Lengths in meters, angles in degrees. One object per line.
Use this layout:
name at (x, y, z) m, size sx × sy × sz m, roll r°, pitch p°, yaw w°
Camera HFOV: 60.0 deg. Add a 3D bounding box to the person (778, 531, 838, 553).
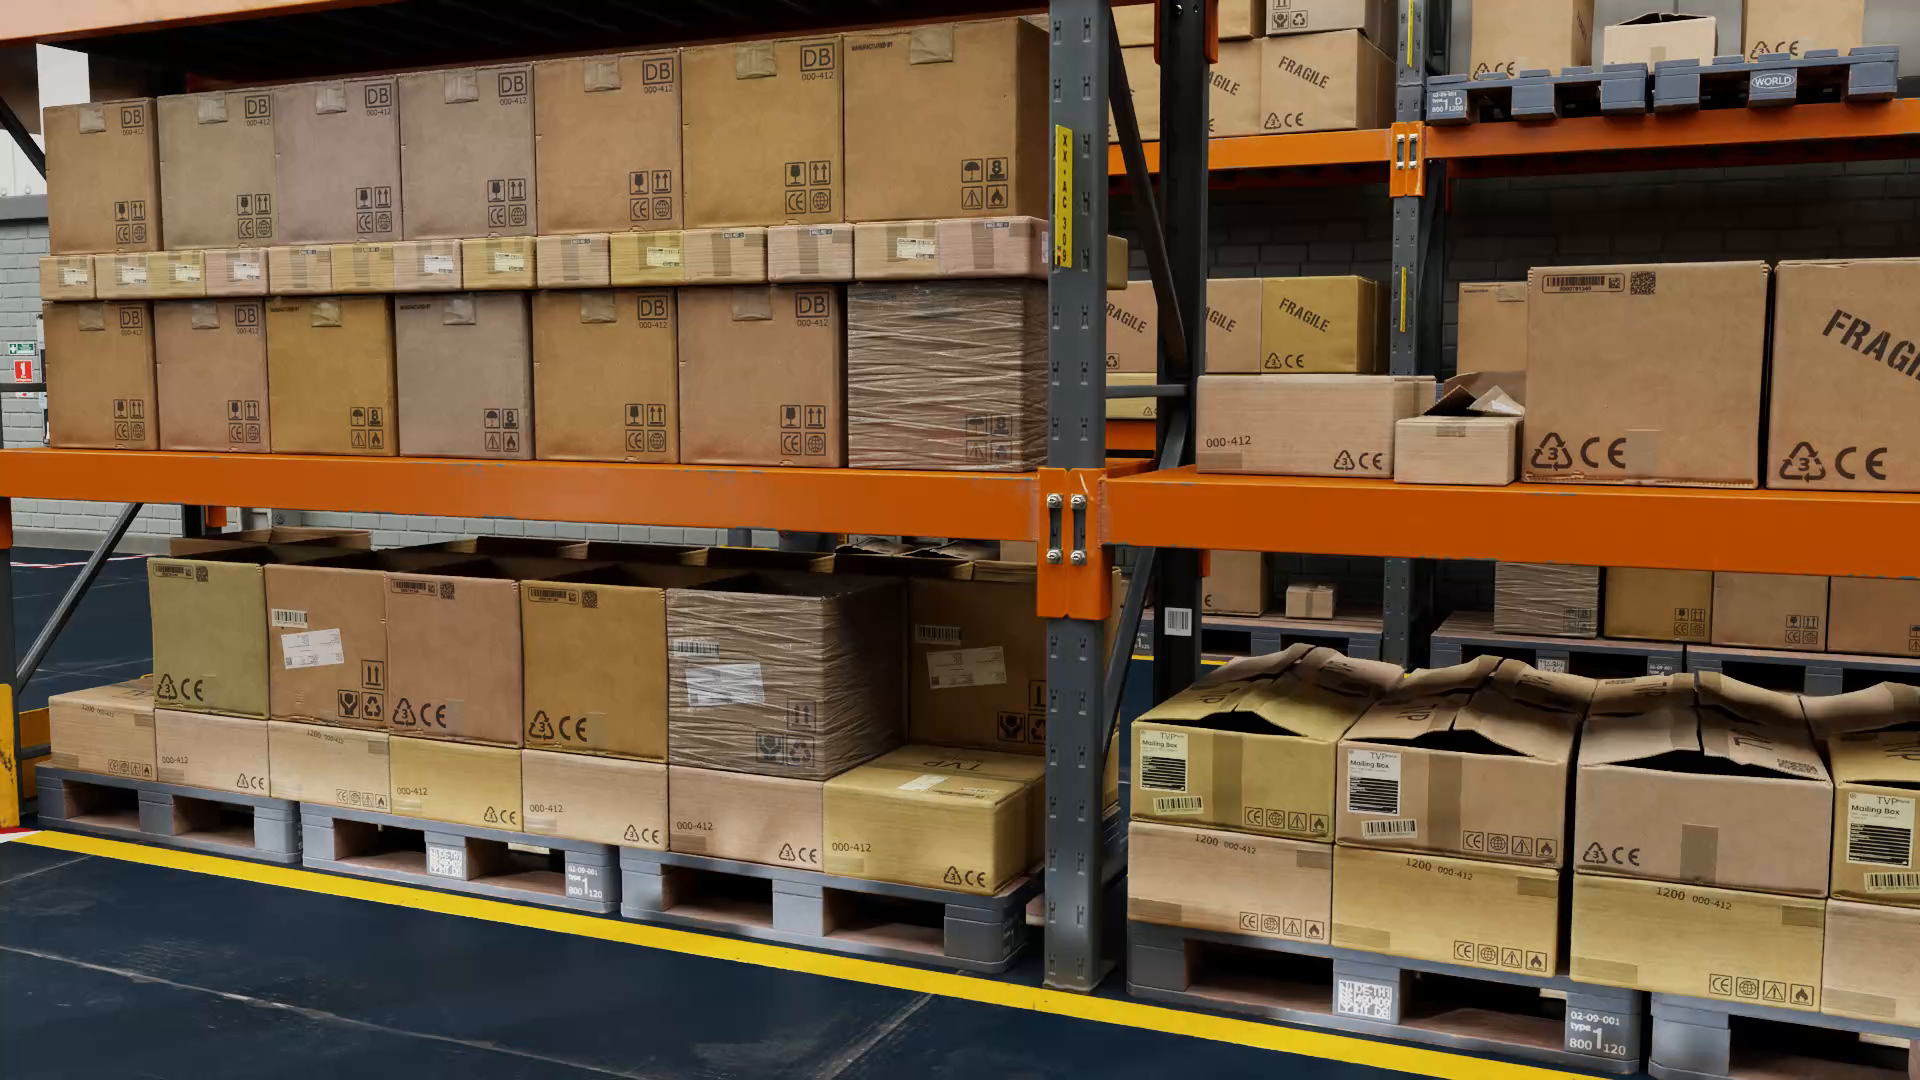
person at (-0.842, -0.165, 8.999) m, size 0.392 × 1.655 × 0.505 m, roll 3°, pitch 6°, yaw 24°
